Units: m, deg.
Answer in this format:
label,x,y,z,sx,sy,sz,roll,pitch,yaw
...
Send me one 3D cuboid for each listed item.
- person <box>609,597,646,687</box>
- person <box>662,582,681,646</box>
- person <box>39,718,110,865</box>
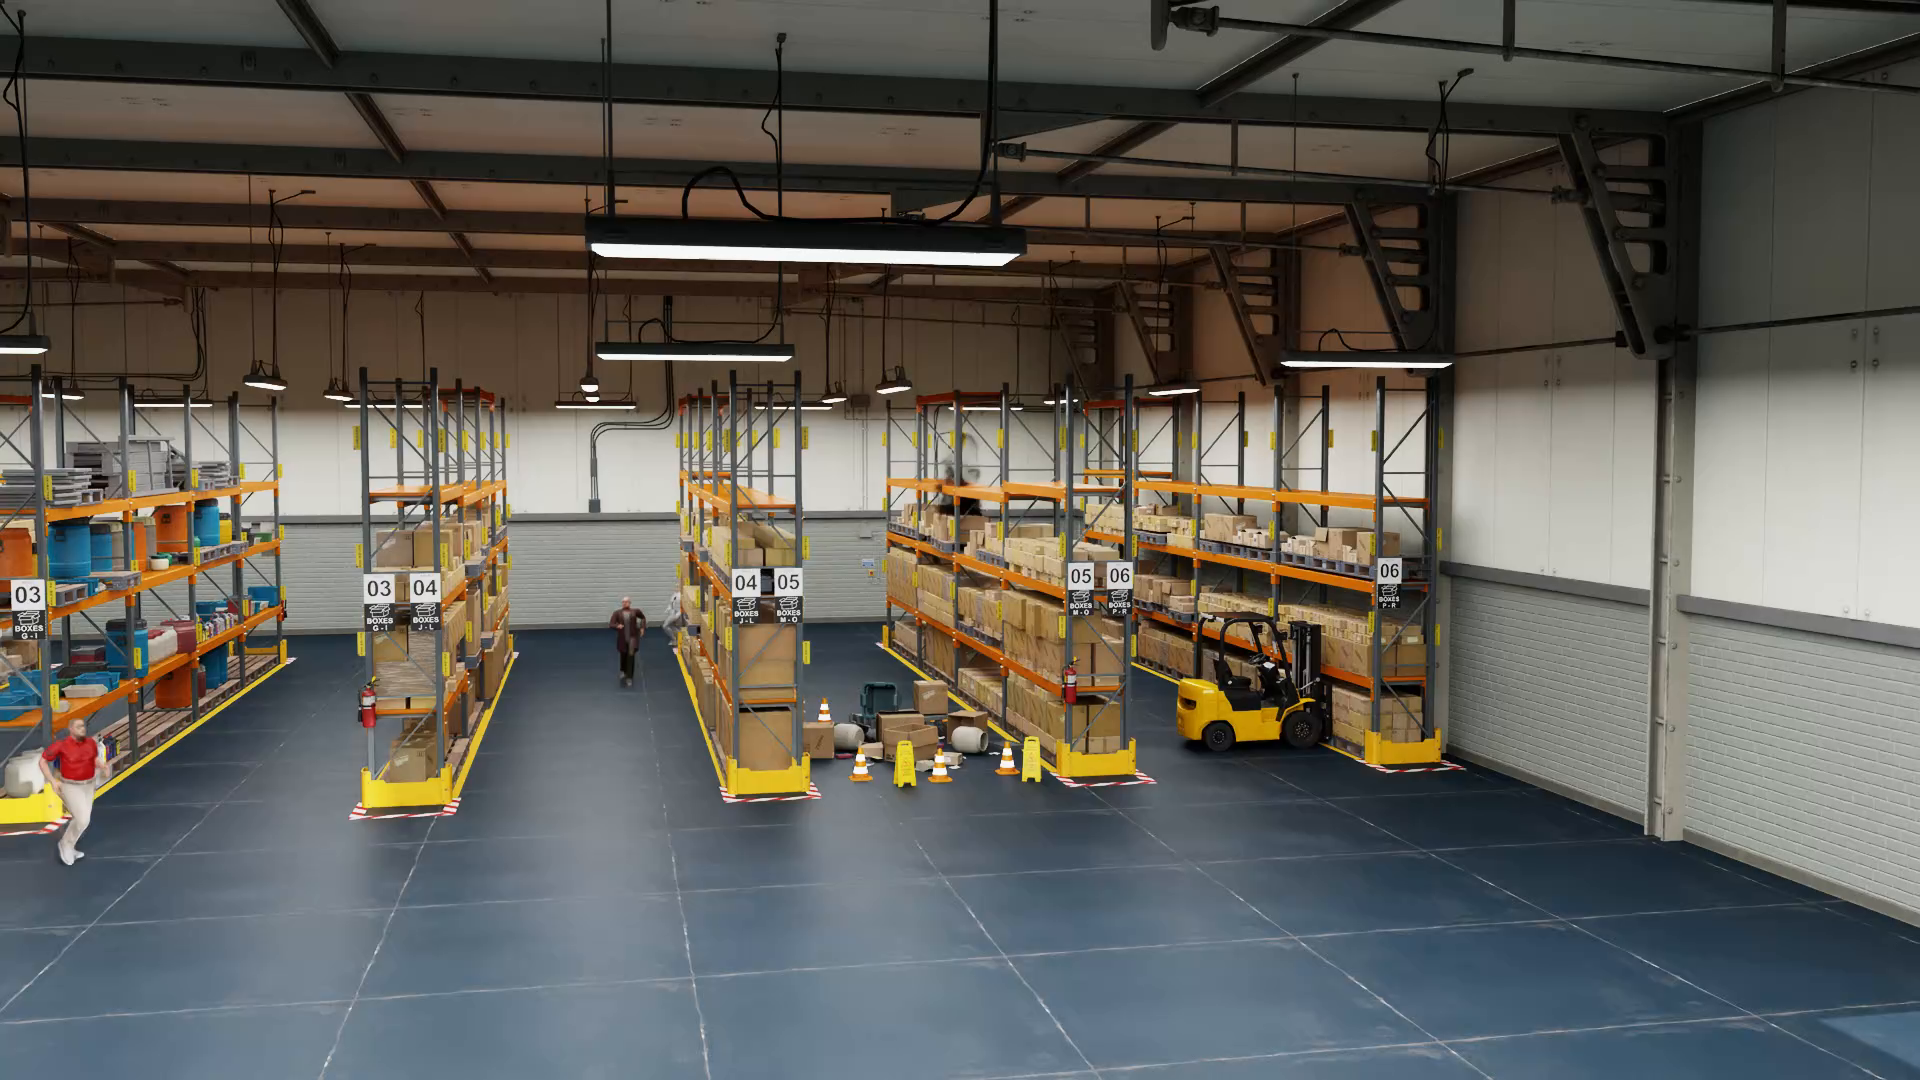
label,x,y,z,sx,sy,sz,roll,pitch,yaw
person,-6.848,2.071,34.286,0.721,1.817,1.042,0,3,-5
person,-6.958,1.799,40.542,0.606,1.601,0.714,-1,3,-10
person,-10.475,2.981,19.800,0.680,1.731,0.659,1,4,17
